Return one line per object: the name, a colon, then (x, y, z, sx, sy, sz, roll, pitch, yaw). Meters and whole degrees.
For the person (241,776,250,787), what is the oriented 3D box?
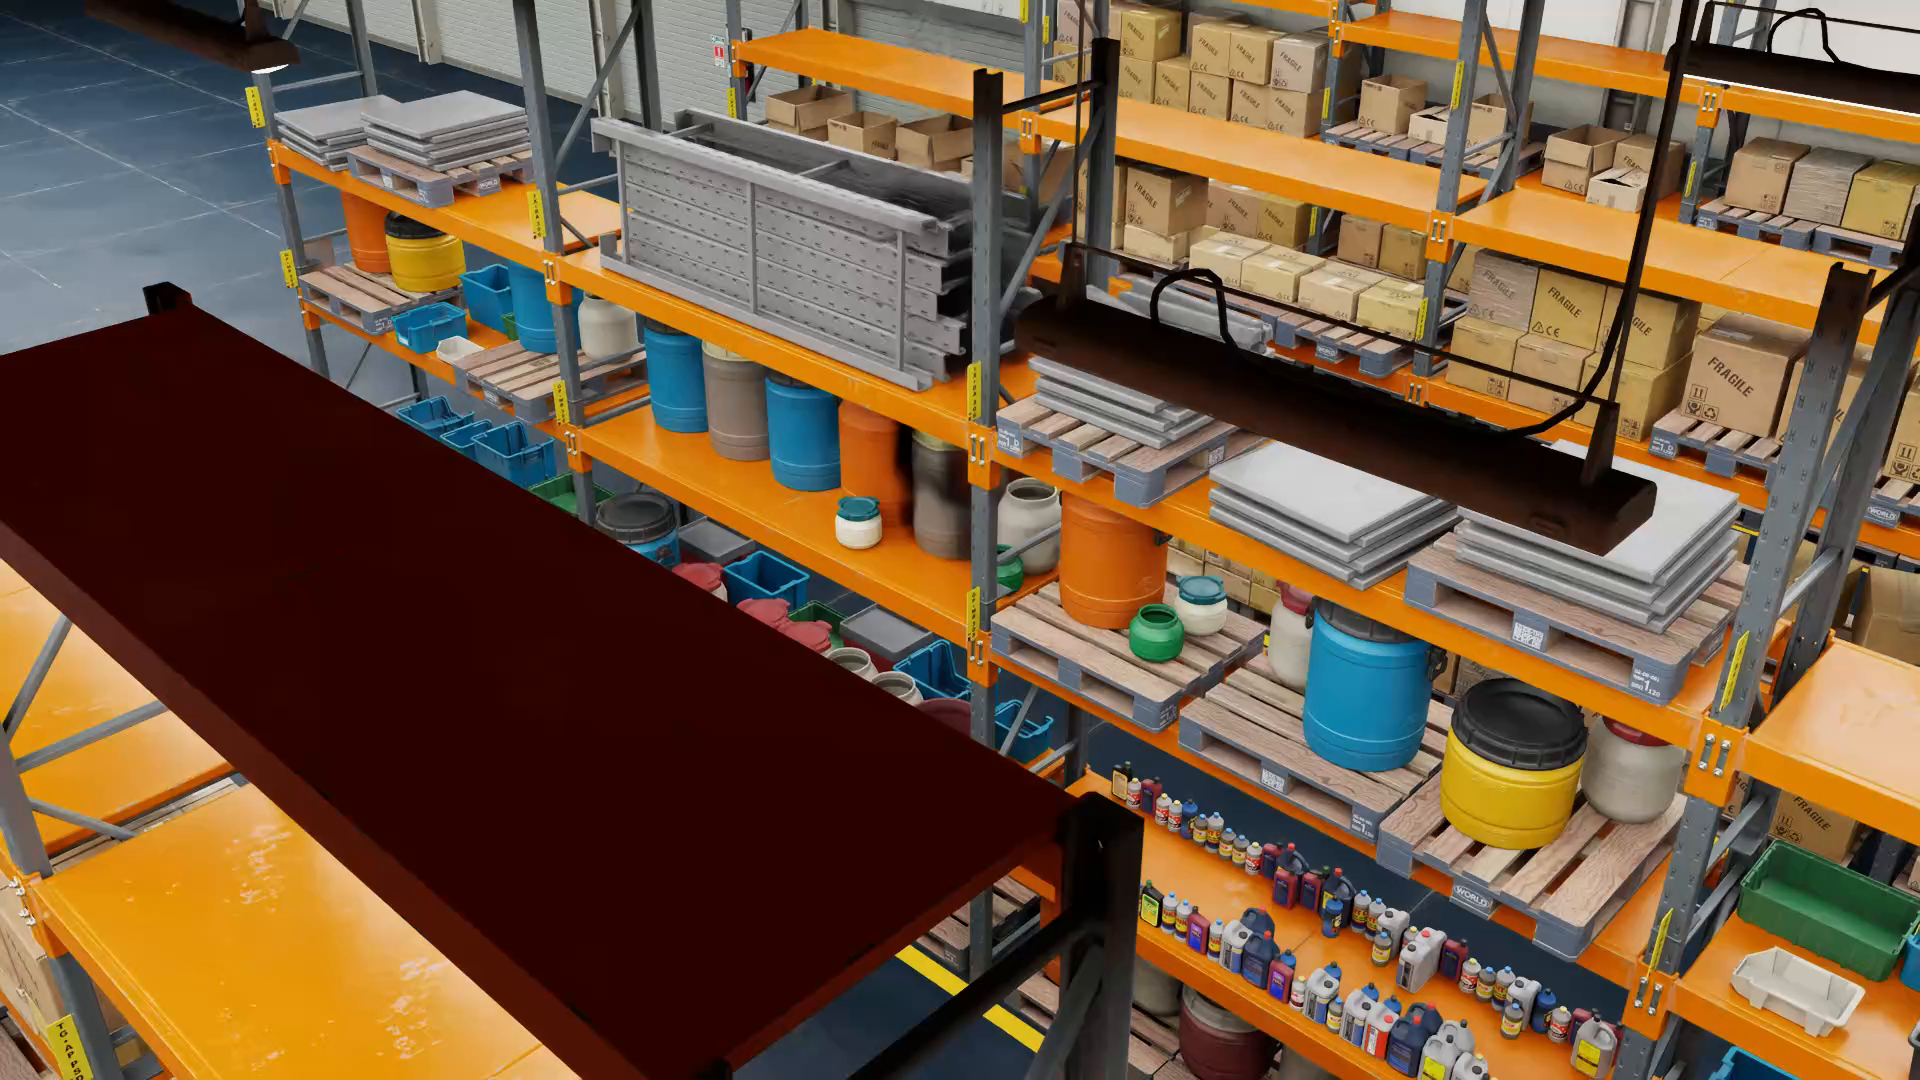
person: (-4.363, 2.146, 10.712, 0.907, 1.638, 0.637, 18, 34, 29)
